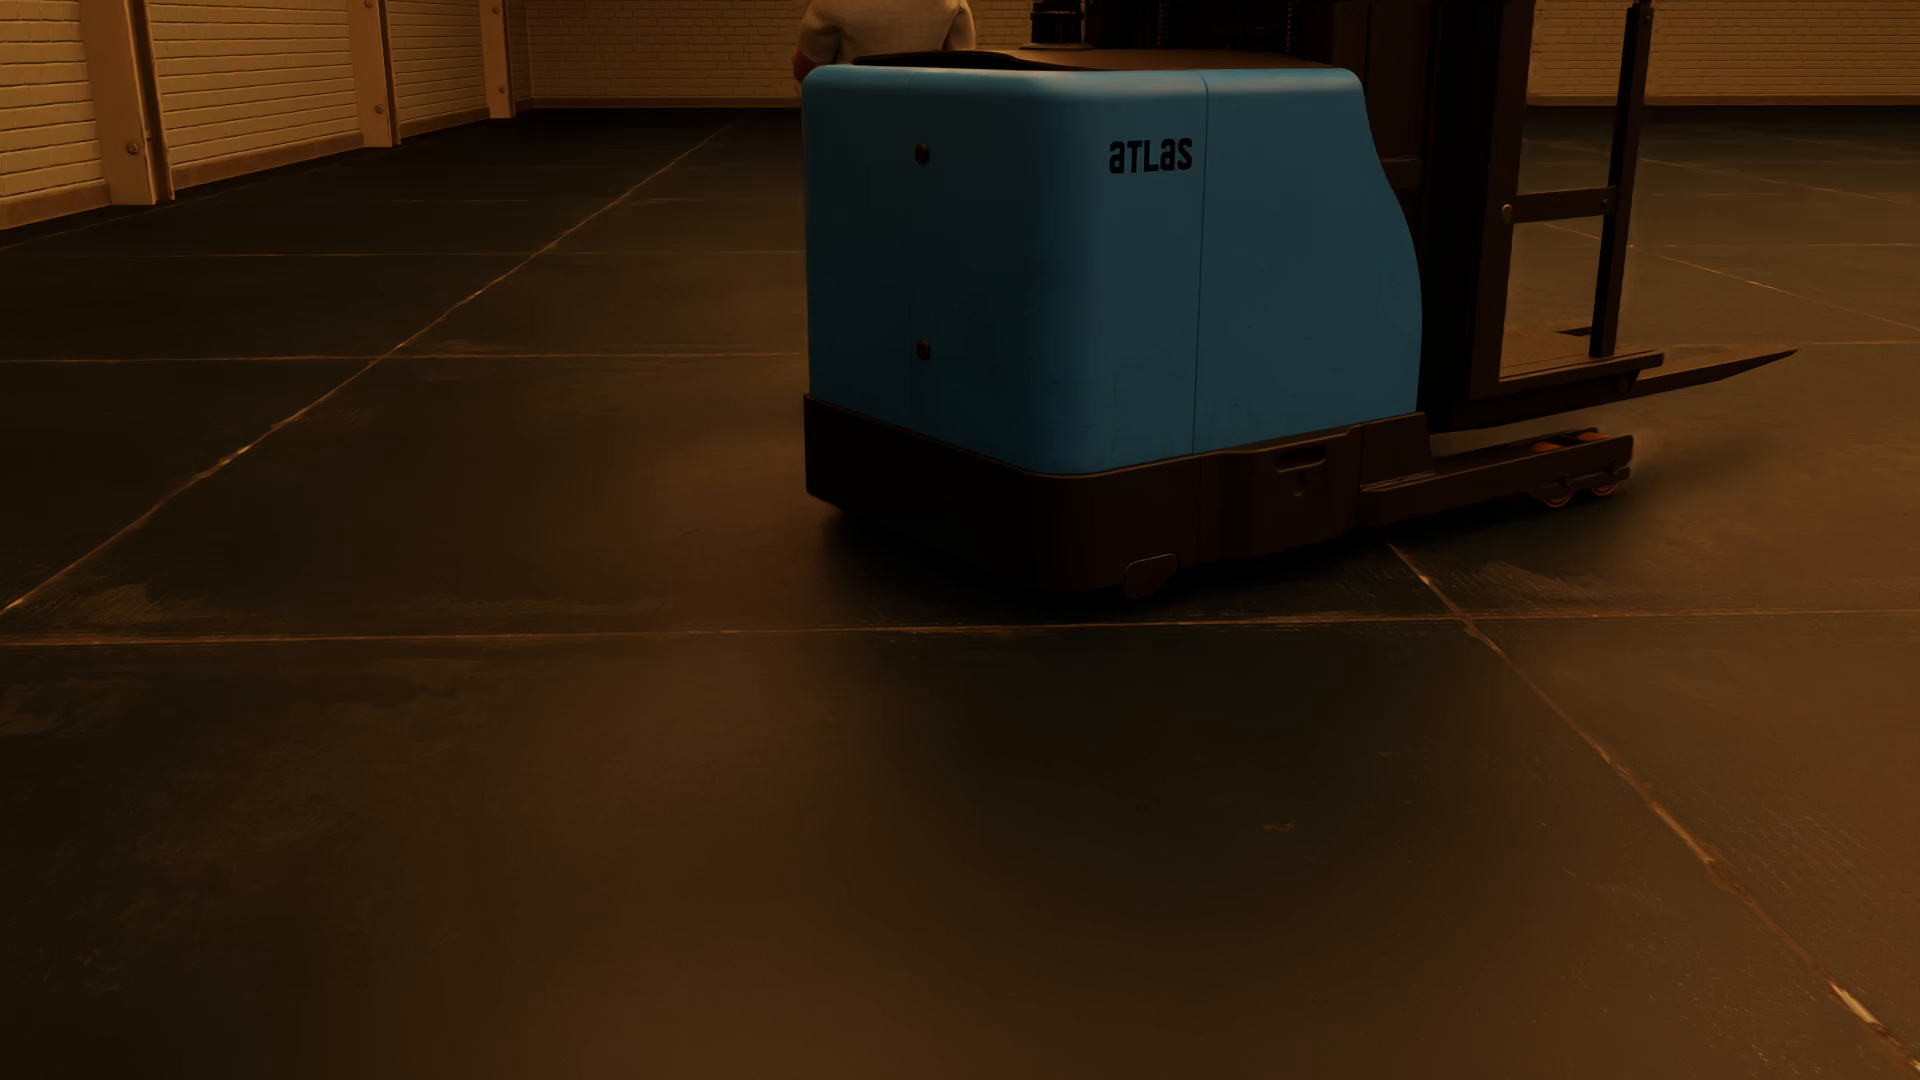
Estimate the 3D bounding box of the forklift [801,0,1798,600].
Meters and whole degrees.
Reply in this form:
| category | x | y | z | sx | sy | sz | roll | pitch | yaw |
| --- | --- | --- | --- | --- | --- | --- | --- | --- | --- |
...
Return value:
| category | x | y | z | sx | sy | sz | roll | pitch | yaw |
| --- | --- | --- | --- | --- | --- | --- | --- | --- | --- |
| forklift | 1.121 | -1.595 | 4.122 | 3.031 | 2.935 | 1.130 | -12 | 21 | -33 |

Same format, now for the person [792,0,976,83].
| category | x | y | z | sx | sy | sz | roll | pitch | yaw |
| --- | --- | --- | --- | --- | --- | --- | --- | --- | --- |
| person | -0.180 | -1.114 | 4.881 | 0.644 | 1.582 | 0.823 | -14 | 22 | -37 |
